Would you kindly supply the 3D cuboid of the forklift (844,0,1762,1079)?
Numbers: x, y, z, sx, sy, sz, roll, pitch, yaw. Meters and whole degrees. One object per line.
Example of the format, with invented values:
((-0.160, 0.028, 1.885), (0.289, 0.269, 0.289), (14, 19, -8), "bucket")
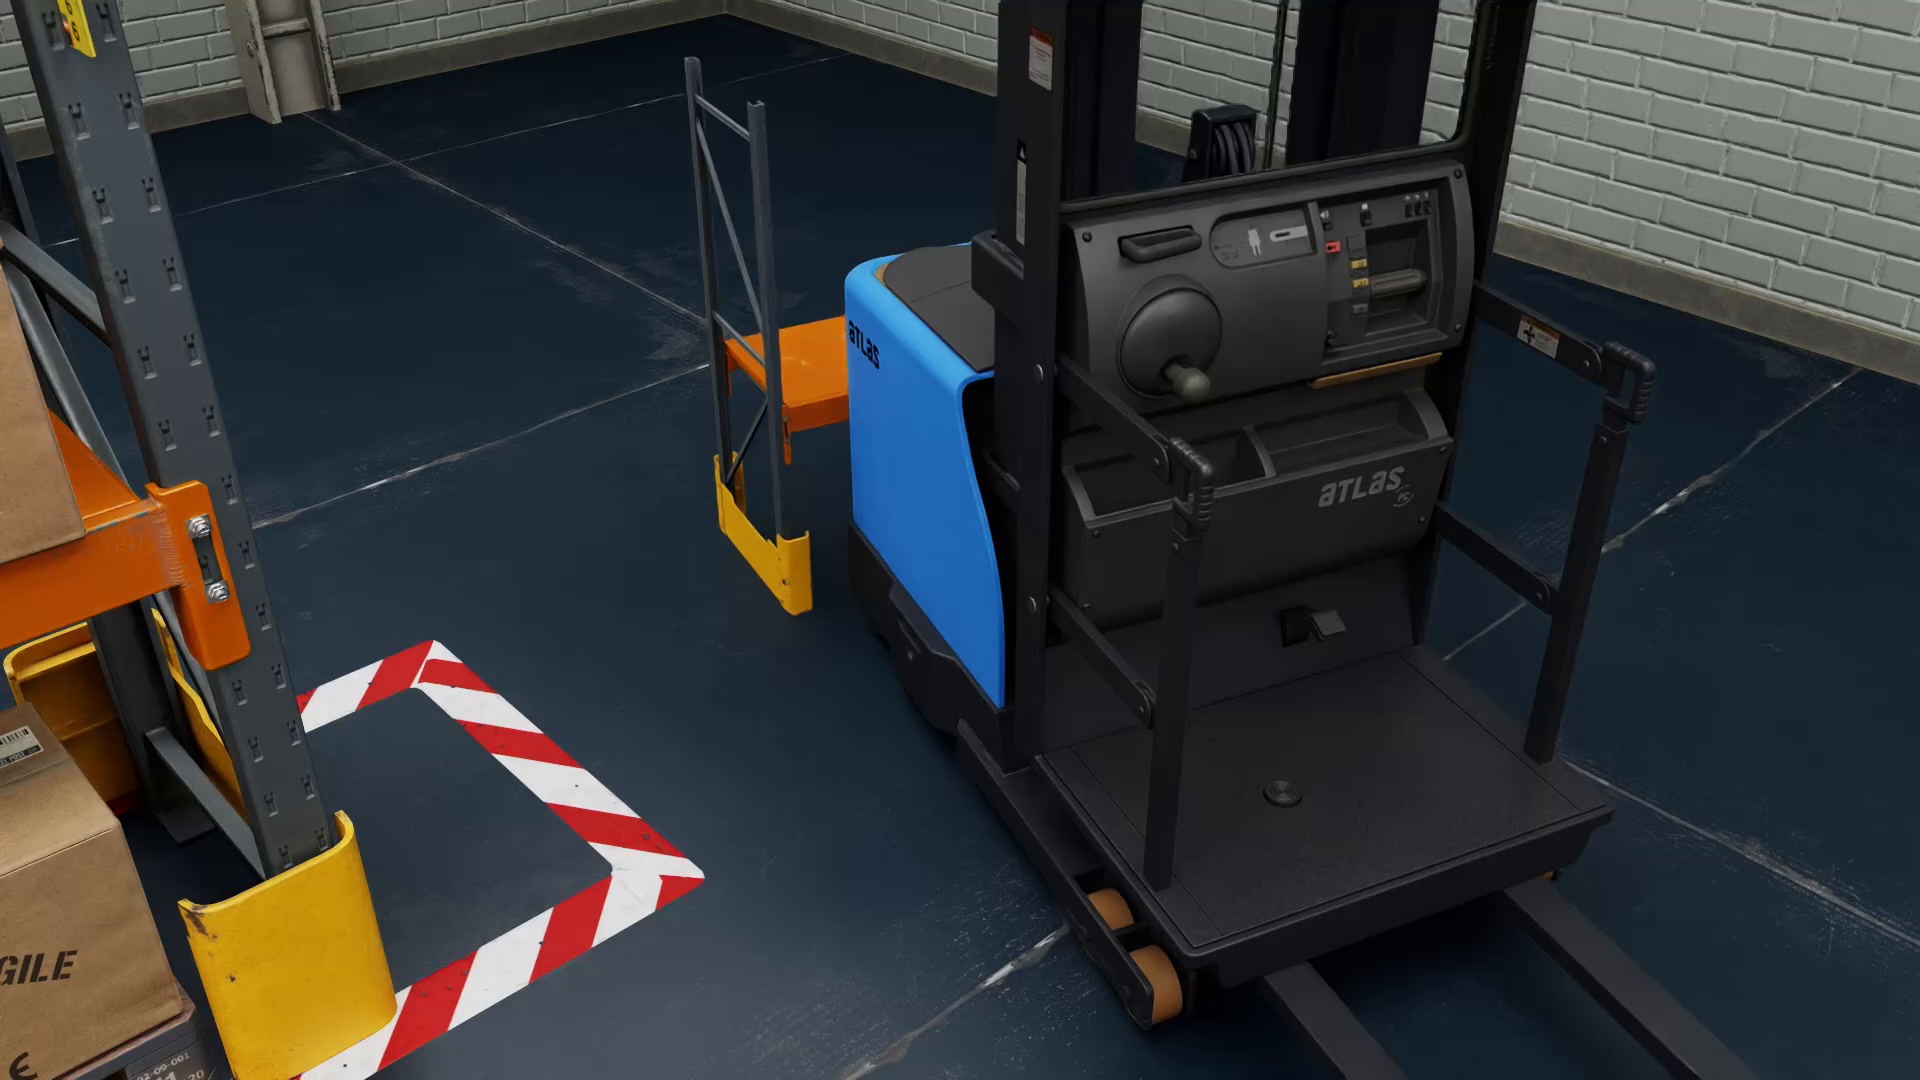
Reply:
((0.744, -0.474, 3.215), (1.130, 2.935, 3.031), (-13, 34, -21), "forklift")

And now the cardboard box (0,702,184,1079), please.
((-1.887, 0.717, 3.177), (0.500, 0.500, 0.500), (-26, 40, -35), "cardboard box")

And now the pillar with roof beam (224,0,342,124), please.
((-0.707, -4.544, 4.055), (0.400, 9.000, 9.100), (-26, 40, -35), "pillar with roof beam")

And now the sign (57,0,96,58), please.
((-1.293, -0.859, 2.366), (0.005, 0.325, 0.100), (-26, 40, -35), "sign")

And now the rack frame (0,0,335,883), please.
((-1.655, -0.449, 3.109), (0.127, 3.000, 1.000), (-26, 40, -35), "rack frame")

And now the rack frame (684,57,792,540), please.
((-0.618, -0.558, 4.726), (0.032, 1.500, 0.500), (-16, 35, -24), "rack frame")

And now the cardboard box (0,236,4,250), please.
((-1.795, -0.655, 2.392), (0.500, 0.500, 0.500), (-26, 40, -36), "cardboard box")

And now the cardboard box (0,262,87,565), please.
((-1.799, -0.229, 2.653), (0.500, 0.500, 0.500), (-24, 39, -34), "cardboard box")

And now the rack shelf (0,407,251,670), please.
((-3.122, 0.567, 2.137), (4.000, 0.370, 1.077), (-26, 40, -35), "rack shelf")

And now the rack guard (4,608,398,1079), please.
((-1.711, 0.644, 3.717), (0.348, 0.500, 1.175), (-26, 40, -35), "rack guard")

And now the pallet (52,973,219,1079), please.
((-2.295, 1.051, 3.330), (1.213, 0.211, 1.003), (-26, 40, -35), "pallet")

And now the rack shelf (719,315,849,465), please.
((-0.170, -0.530, 5.024), (1.000, 0.185, 0.538), (-16, 35, -24), "rack shelf")

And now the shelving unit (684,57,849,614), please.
((-0.162, -0.686, 4.934), (1.083, 1.500, 0.587), (-16, 35, -24), "shelving unit")

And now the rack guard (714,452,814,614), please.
((-0.601, -0.030, 5.059), (0.087, 0.250, 0.587), (-16, 35, -24), "rack guard")
